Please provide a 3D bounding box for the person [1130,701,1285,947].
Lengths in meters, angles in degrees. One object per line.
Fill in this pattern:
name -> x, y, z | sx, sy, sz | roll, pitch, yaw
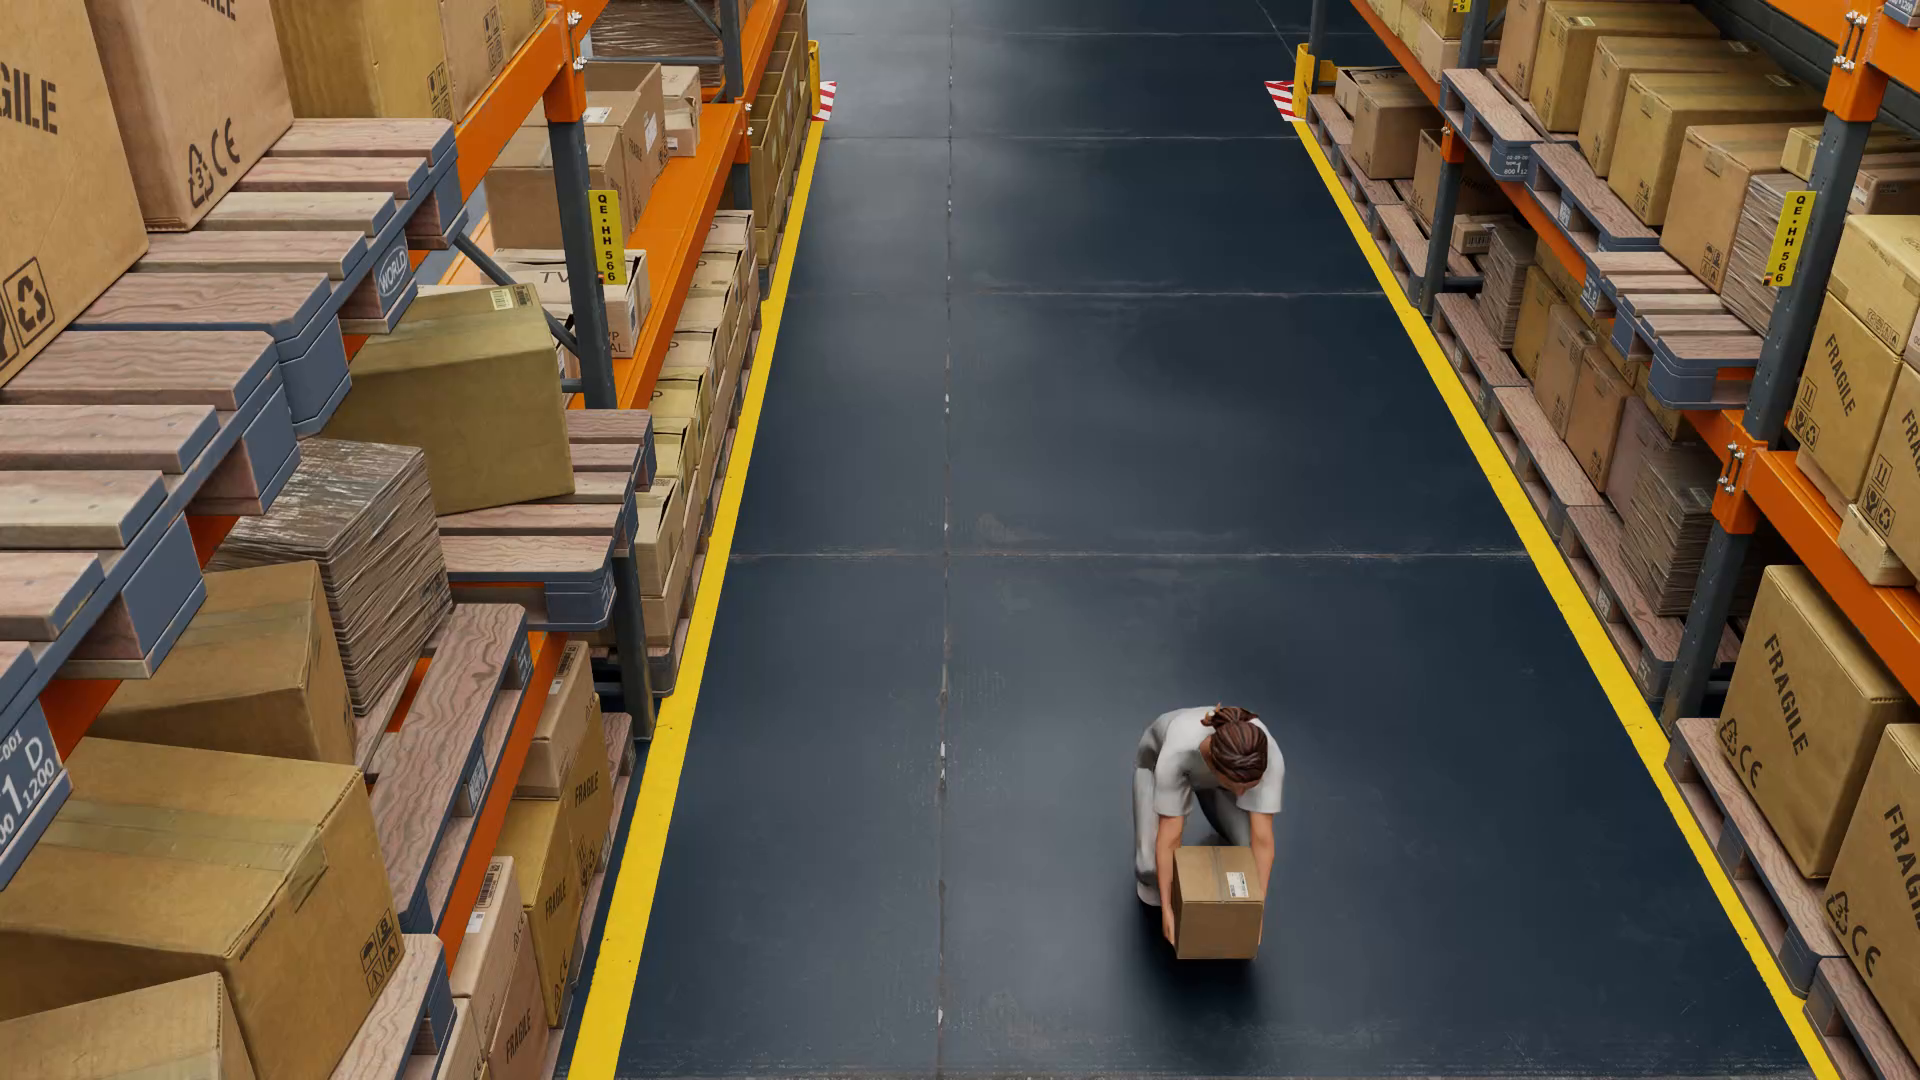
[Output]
person -> 0.801, 0.855, 5.442 | 0.468, 0.958, 0.798 | -1, 32, -1
